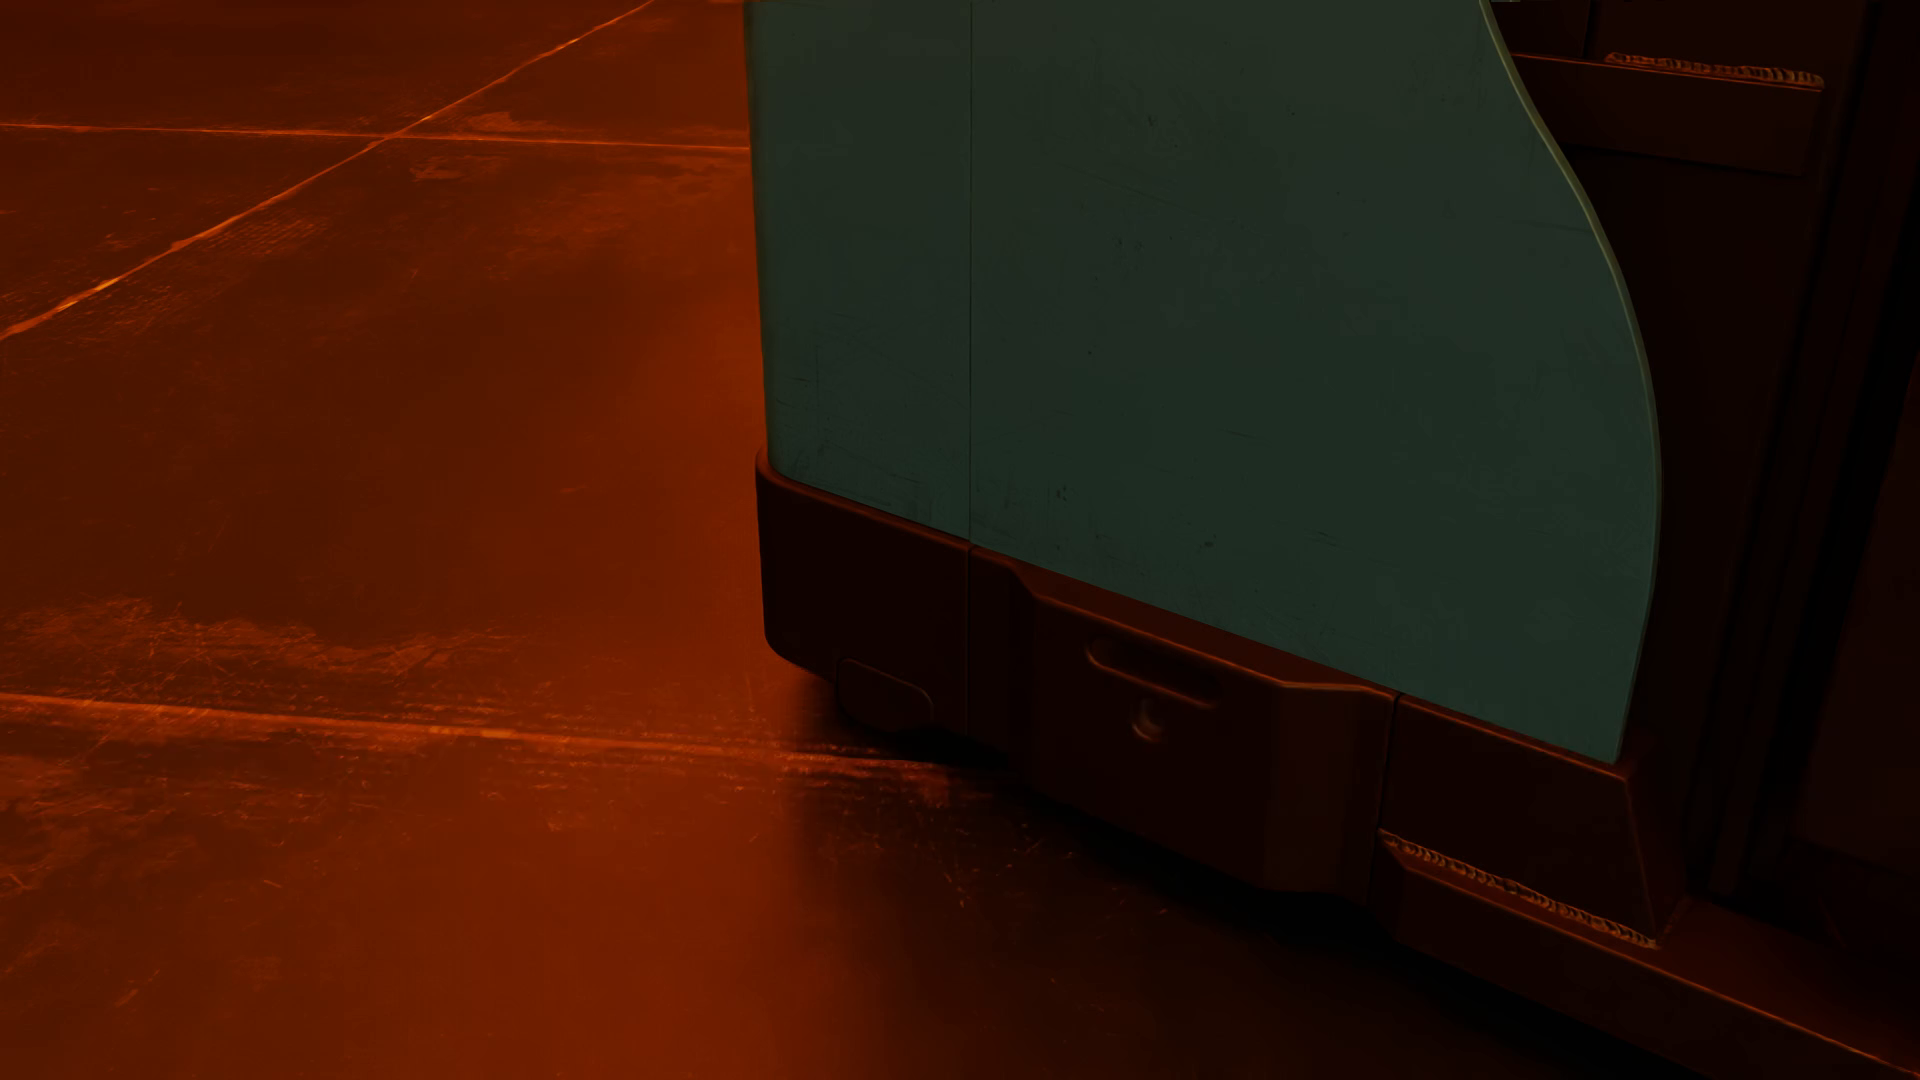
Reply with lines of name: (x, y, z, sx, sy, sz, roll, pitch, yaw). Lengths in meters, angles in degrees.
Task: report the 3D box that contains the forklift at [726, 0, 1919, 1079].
forklift: (1.208, -0.903, 1.027, 3.031, 2.935, 1.130, 19, 32, 33)
